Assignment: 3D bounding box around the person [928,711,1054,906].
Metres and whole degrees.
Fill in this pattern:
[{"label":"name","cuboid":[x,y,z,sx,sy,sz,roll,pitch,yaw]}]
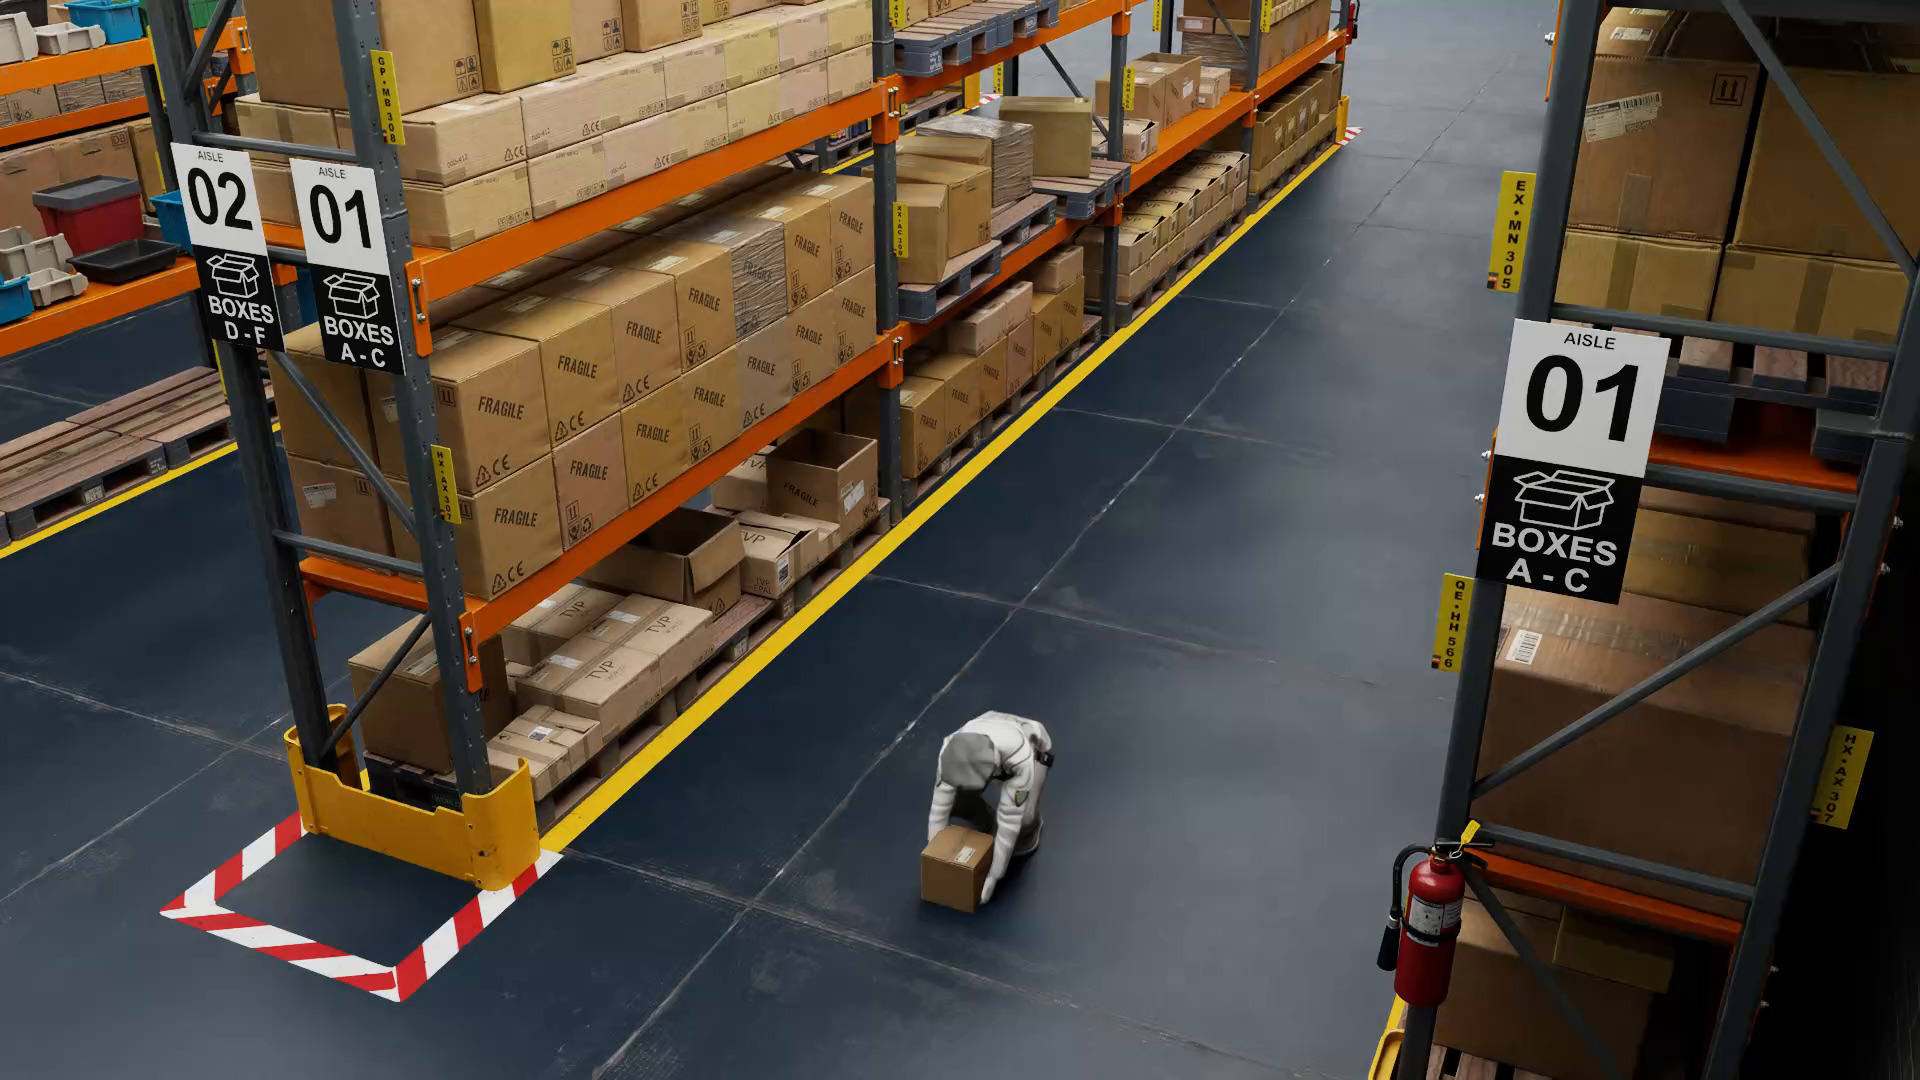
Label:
[{"label":"person","cuboid":[0.137,1.084,7.418,0.470,0.850,0.862,11,28,22]}]
